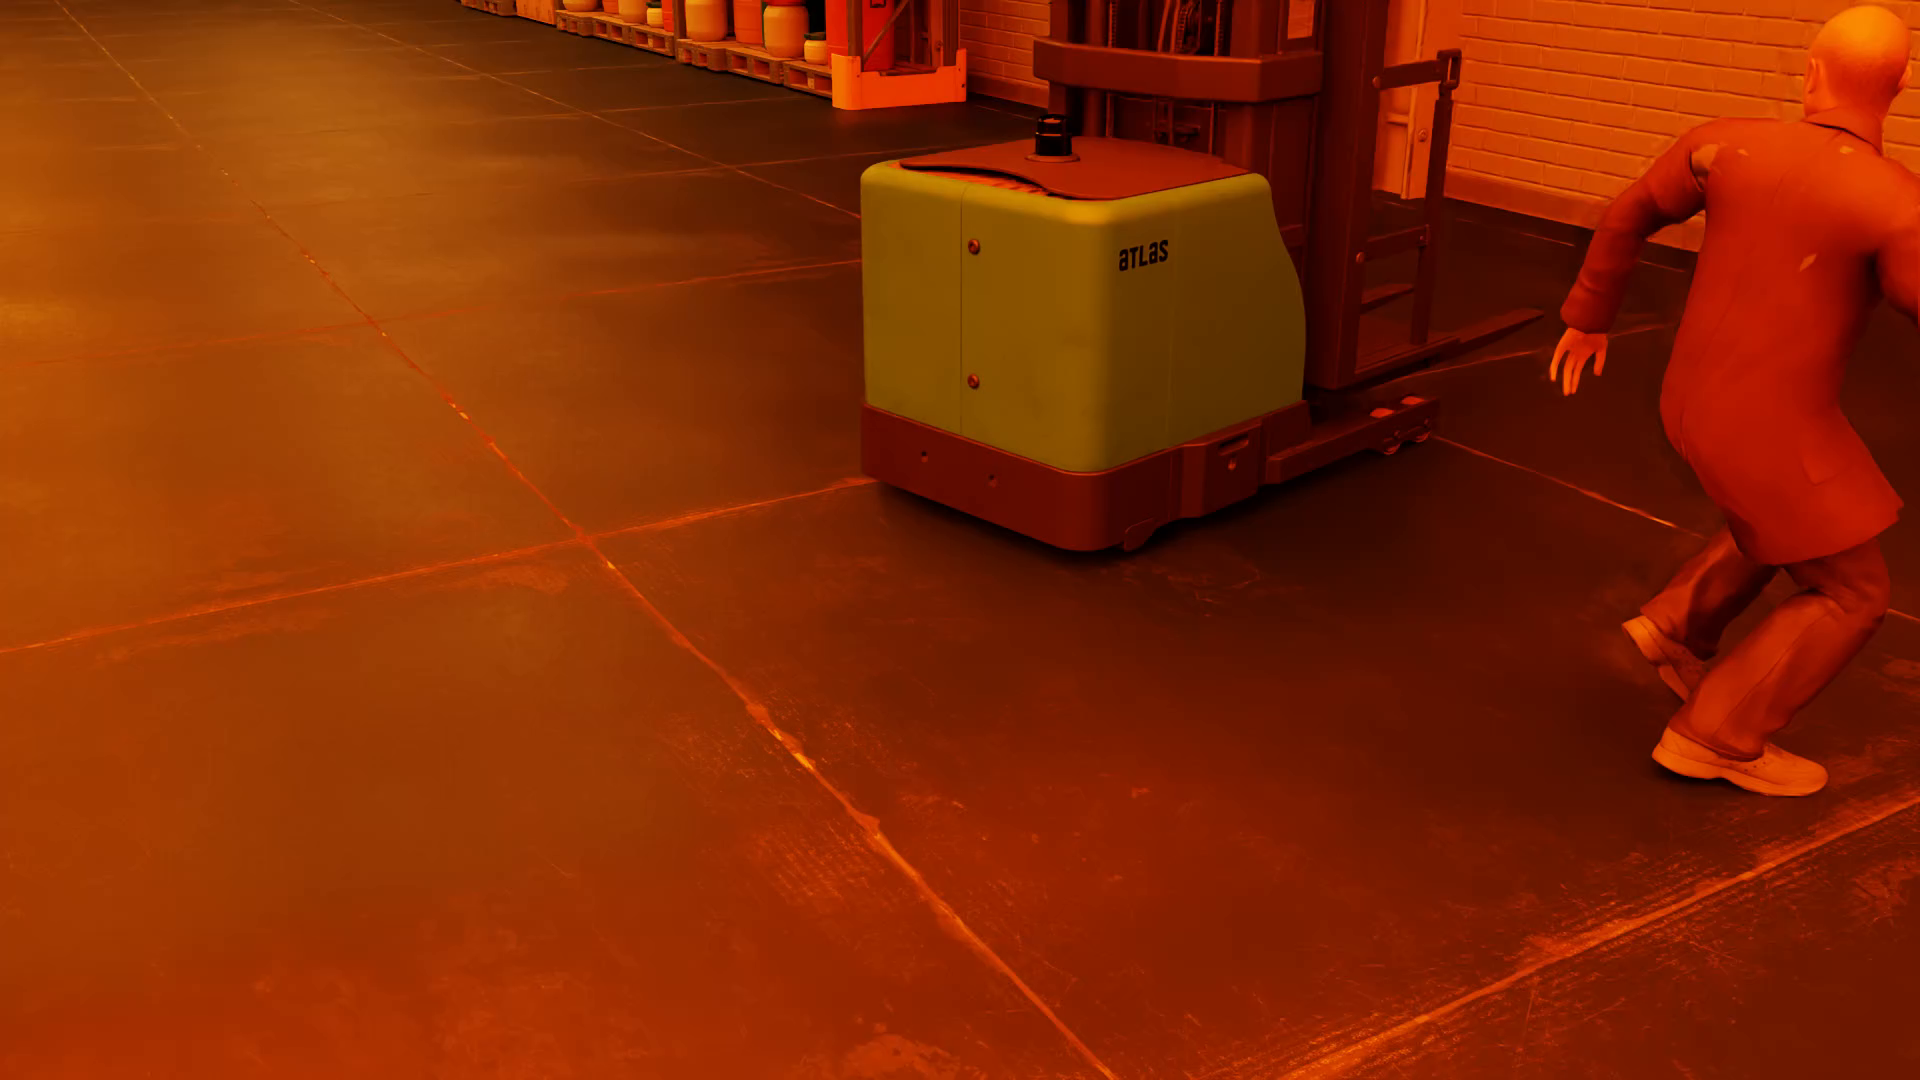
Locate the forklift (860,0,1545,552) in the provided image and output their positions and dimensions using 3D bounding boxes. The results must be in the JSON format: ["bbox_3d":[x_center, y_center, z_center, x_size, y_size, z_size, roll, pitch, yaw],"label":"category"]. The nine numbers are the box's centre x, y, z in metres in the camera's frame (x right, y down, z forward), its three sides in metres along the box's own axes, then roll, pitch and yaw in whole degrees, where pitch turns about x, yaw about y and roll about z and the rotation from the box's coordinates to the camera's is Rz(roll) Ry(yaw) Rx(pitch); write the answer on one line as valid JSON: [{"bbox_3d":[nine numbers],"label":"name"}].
[{"bbox_3d":[1.086,-1.781,5.613,3.031,2.935,1.130,-20,30,-40],"label":"forklift"}]

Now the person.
[{"bbox_3d":[1.783,-0.280,3.613,0.696,1.690,0.823,-3,23,-8],"label":"person"}]
